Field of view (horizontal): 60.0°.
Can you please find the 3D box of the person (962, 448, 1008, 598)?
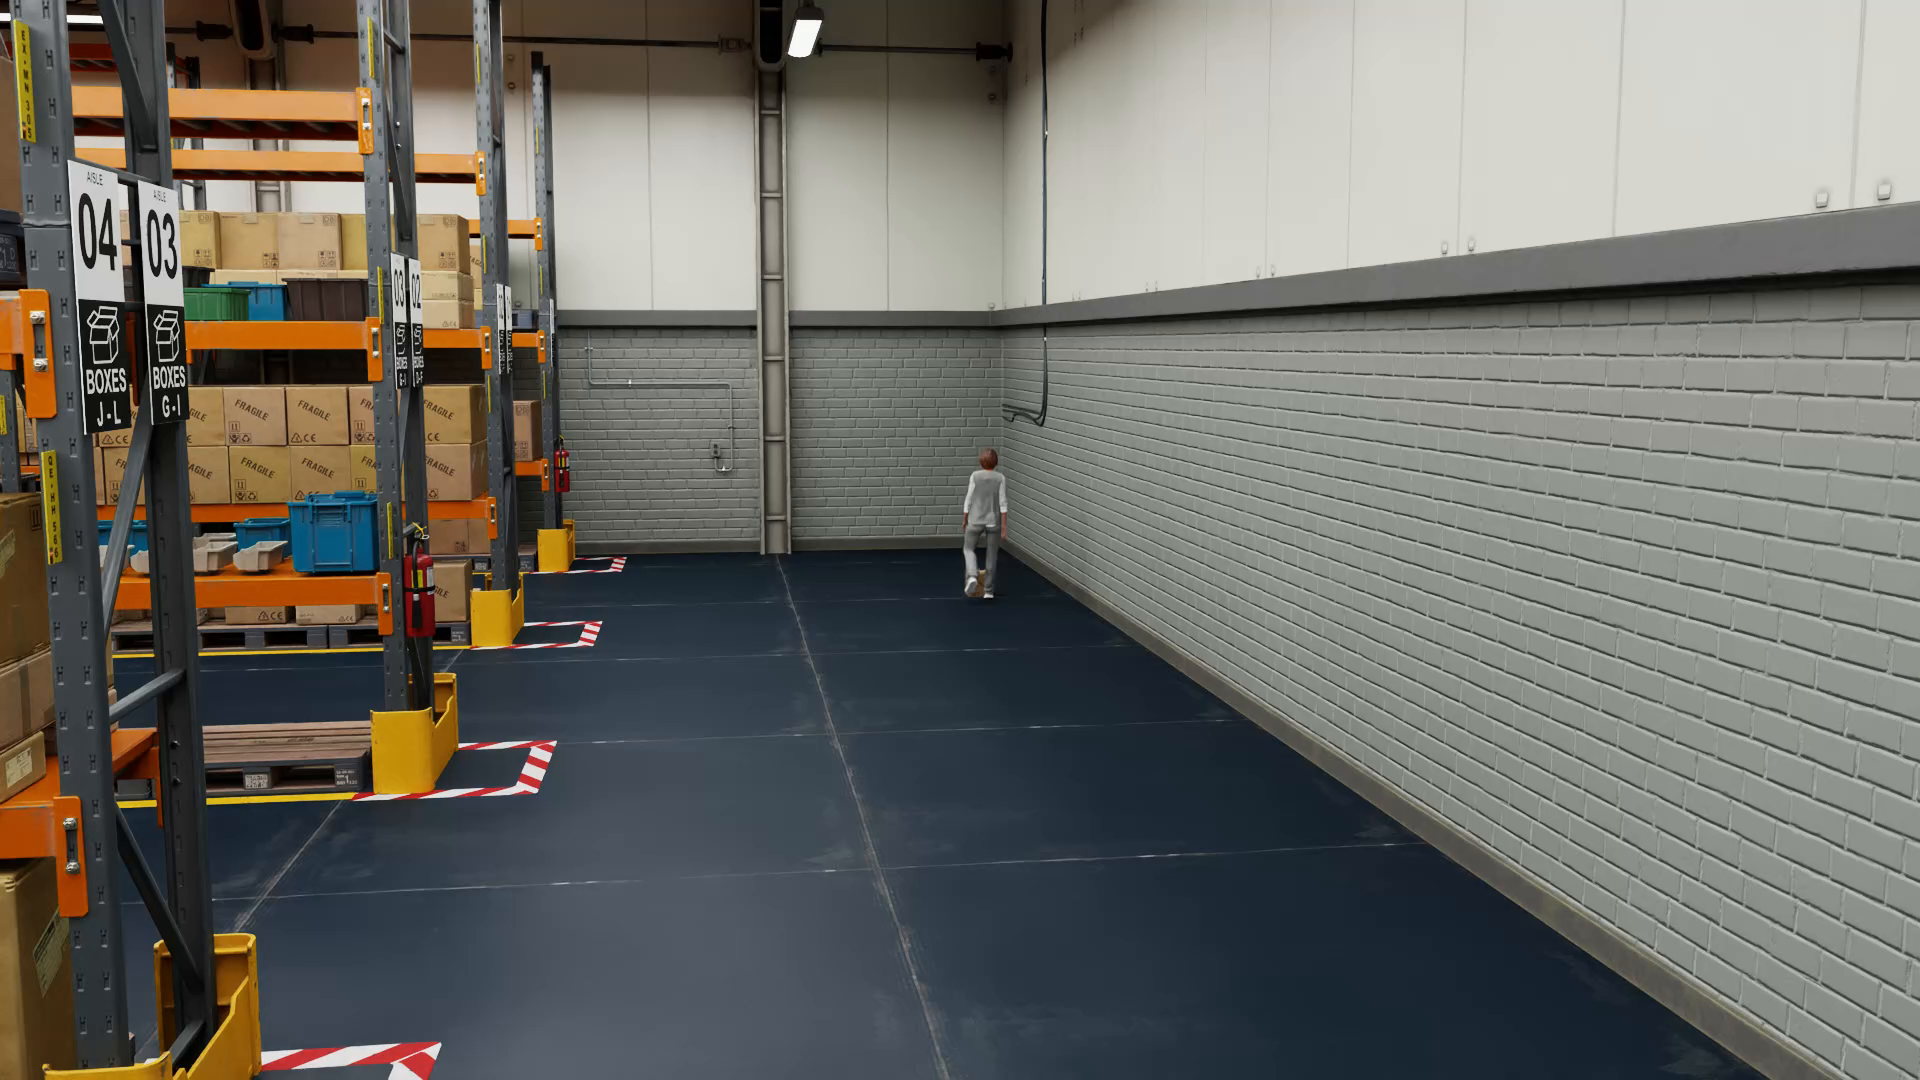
[{"bbox_3d":[0.257,-0.153,17.295,0.467,1.608,0.599,0,7,-3],"label":"person"}]
